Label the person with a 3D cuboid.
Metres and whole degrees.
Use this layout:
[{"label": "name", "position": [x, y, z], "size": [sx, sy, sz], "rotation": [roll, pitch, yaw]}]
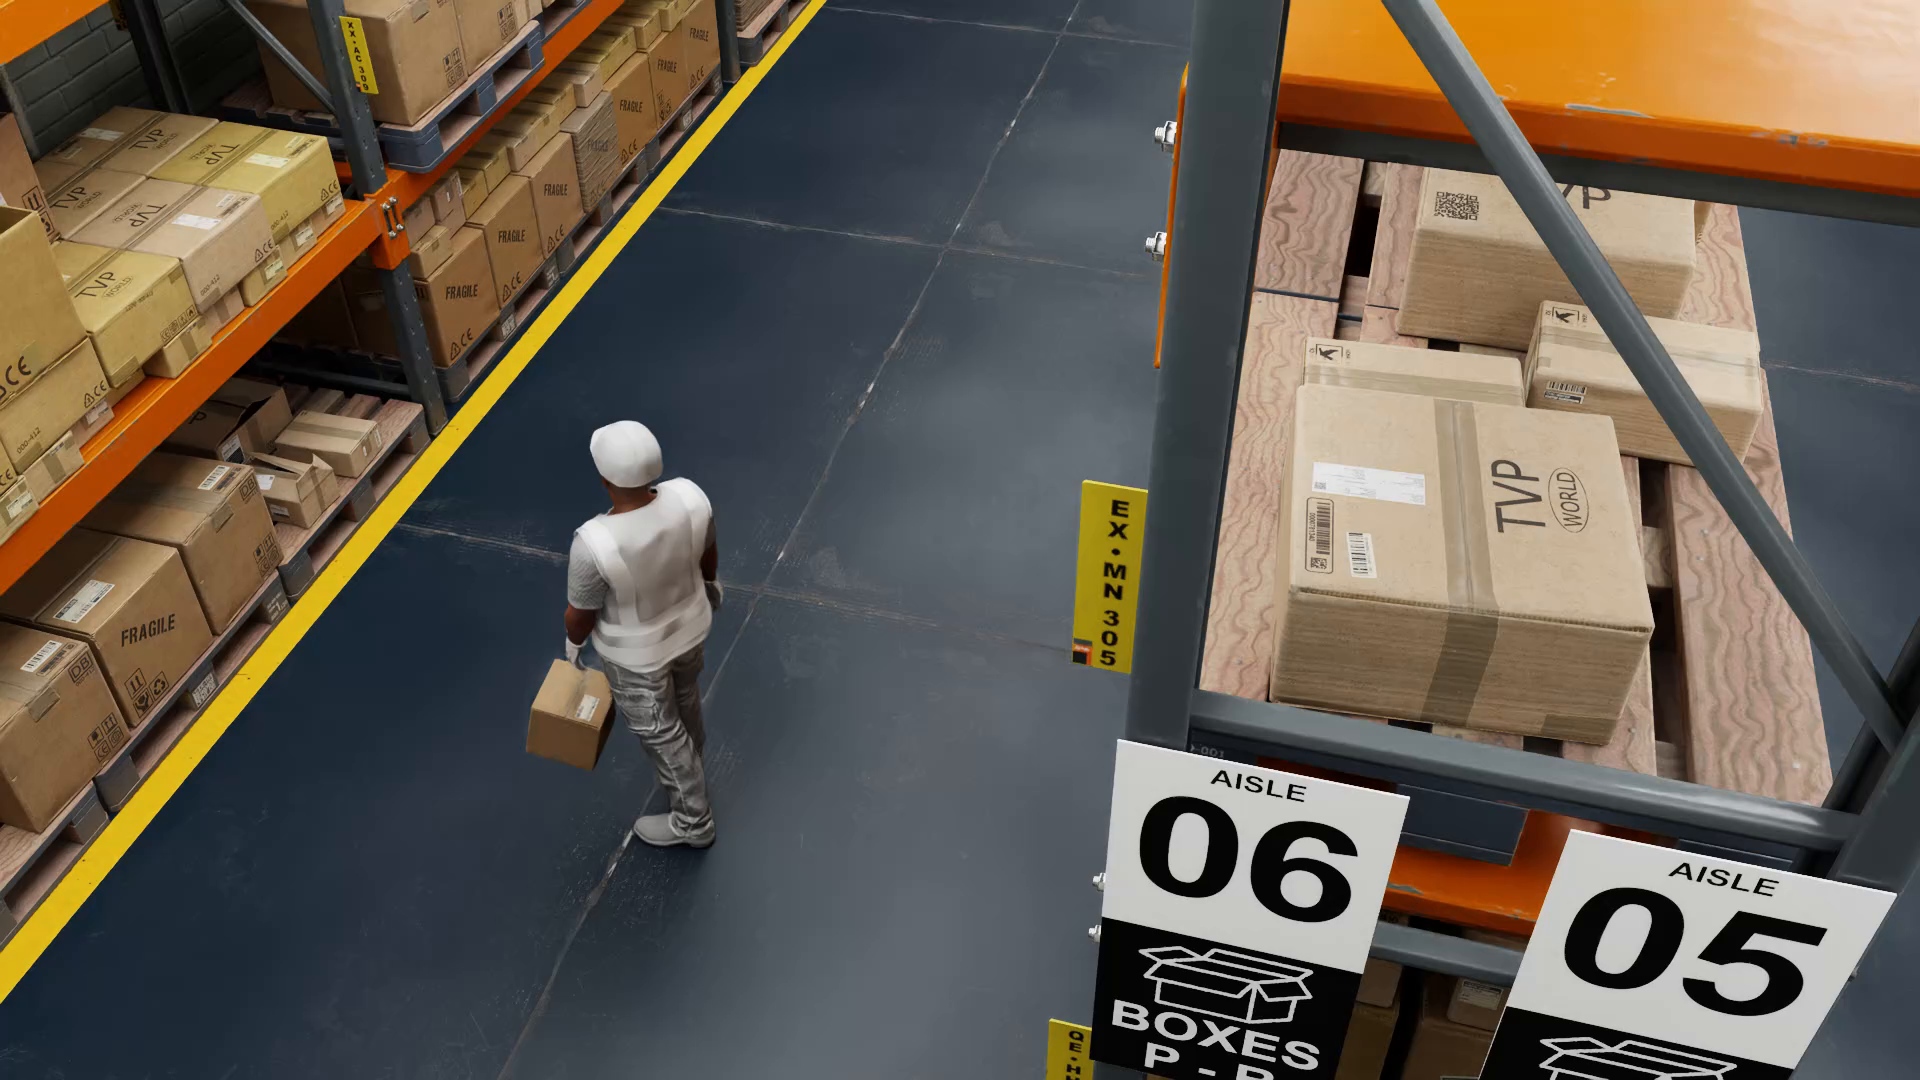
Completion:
[{"label": "person", "position": [-1.077, 0.288, 5.804], "size": [0.616, 1.789, 0.642], "rotation": [32, 50, 32]}]
